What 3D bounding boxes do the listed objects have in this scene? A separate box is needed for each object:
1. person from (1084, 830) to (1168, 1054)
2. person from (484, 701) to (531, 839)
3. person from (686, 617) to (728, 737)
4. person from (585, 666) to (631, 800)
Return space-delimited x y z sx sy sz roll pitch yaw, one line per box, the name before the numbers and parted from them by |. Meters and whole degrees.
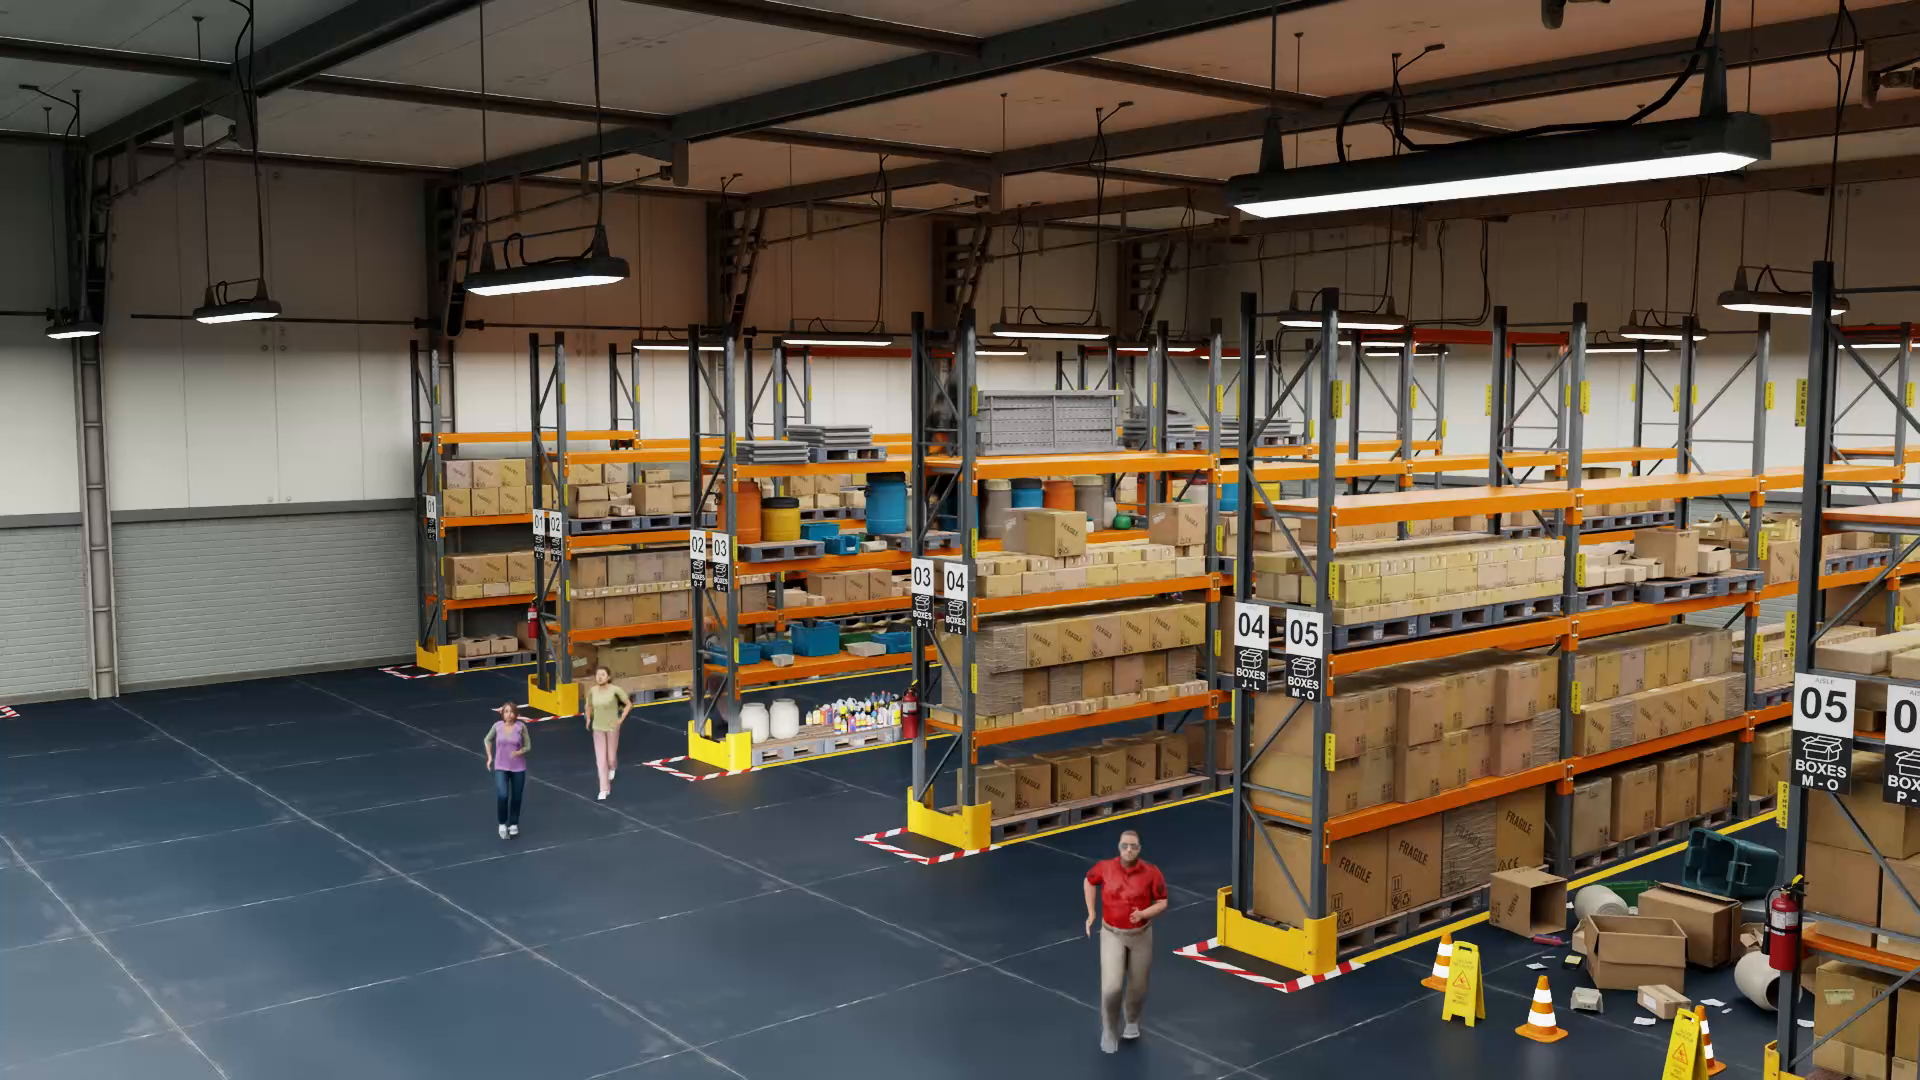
person | 1.289 3.169 12.918 0.637 1.695 0.732 0 5 2
person | -5.124 2.618 18.876 0.508 1.572 0.643 -2 6 -17
person | -3.700 2.031 24.719 0.789 1.785 0.630 -5 7 -44
person | -4.450 2.397 21.037 0.593 1.666 0.760 0 5 2
